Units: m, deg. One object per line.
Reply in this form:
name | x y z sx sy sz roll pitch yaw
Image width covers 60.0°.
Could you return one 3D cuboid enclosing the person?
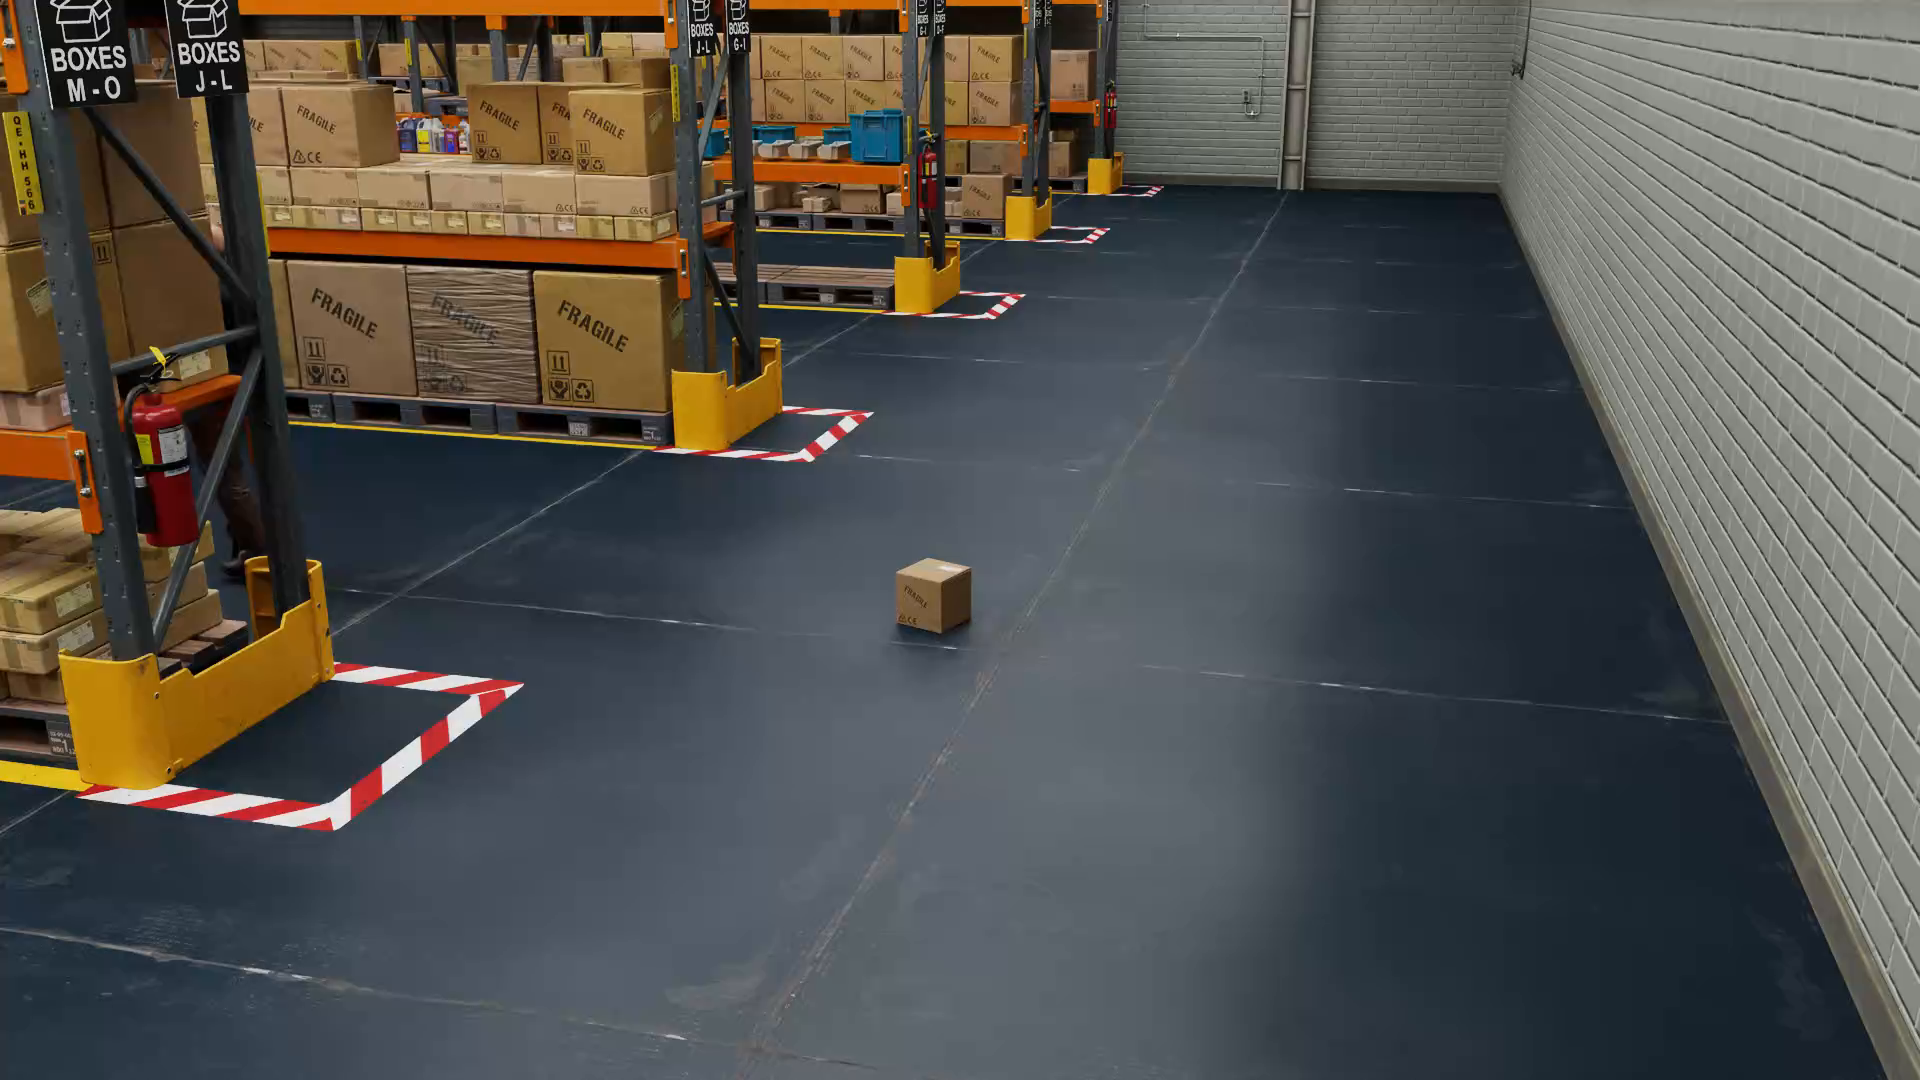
person | -3.606 -0.643 8.049 0.527 1.765 0.553 4 19 13
